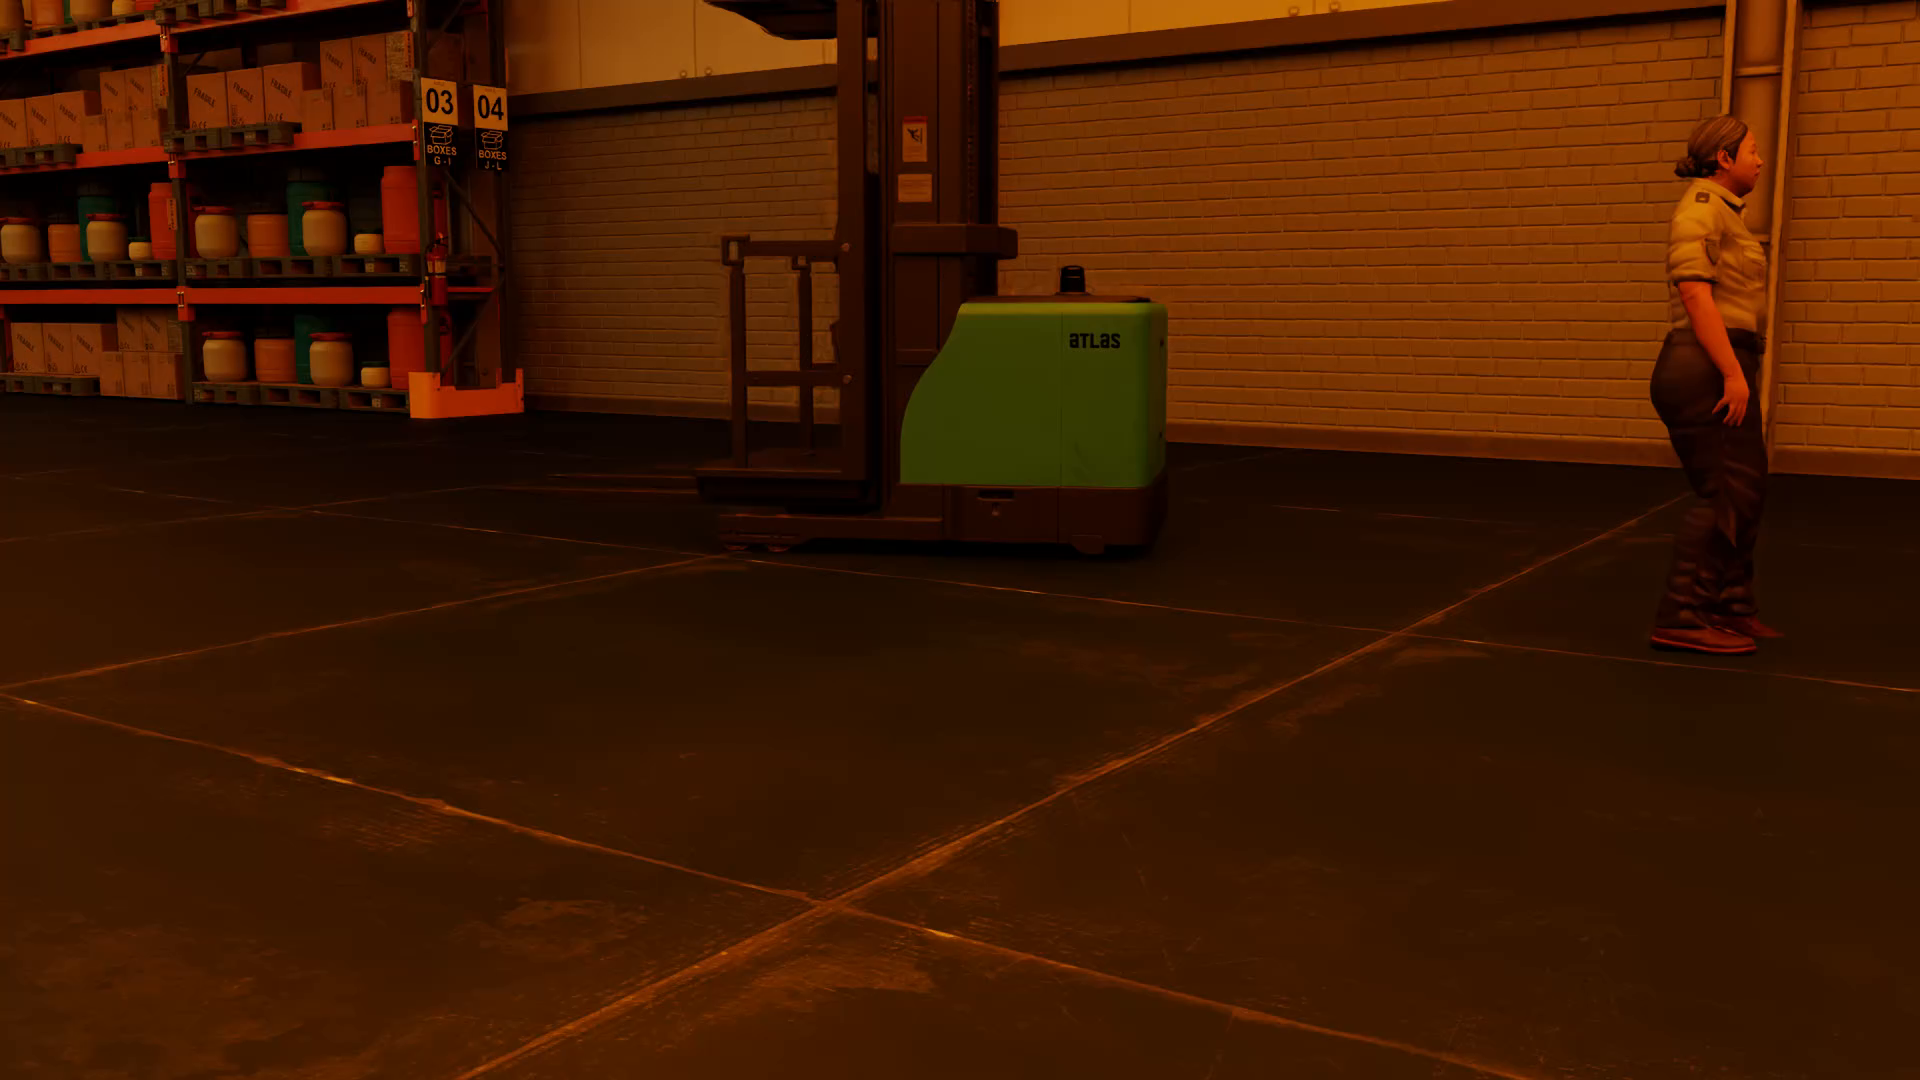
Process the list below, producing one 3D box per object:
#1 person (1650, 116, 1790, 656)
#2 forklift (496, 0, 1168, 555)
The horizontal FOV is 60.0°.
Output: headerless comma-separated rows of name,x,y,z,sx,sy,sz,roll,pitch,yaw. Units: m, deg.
person,2.406,-0.462,5.184,0.475,1.684,0.556,3,9,22
forklift,-0.596,-1.469,7.520,3.031,2.935,1.130,2,8,12
